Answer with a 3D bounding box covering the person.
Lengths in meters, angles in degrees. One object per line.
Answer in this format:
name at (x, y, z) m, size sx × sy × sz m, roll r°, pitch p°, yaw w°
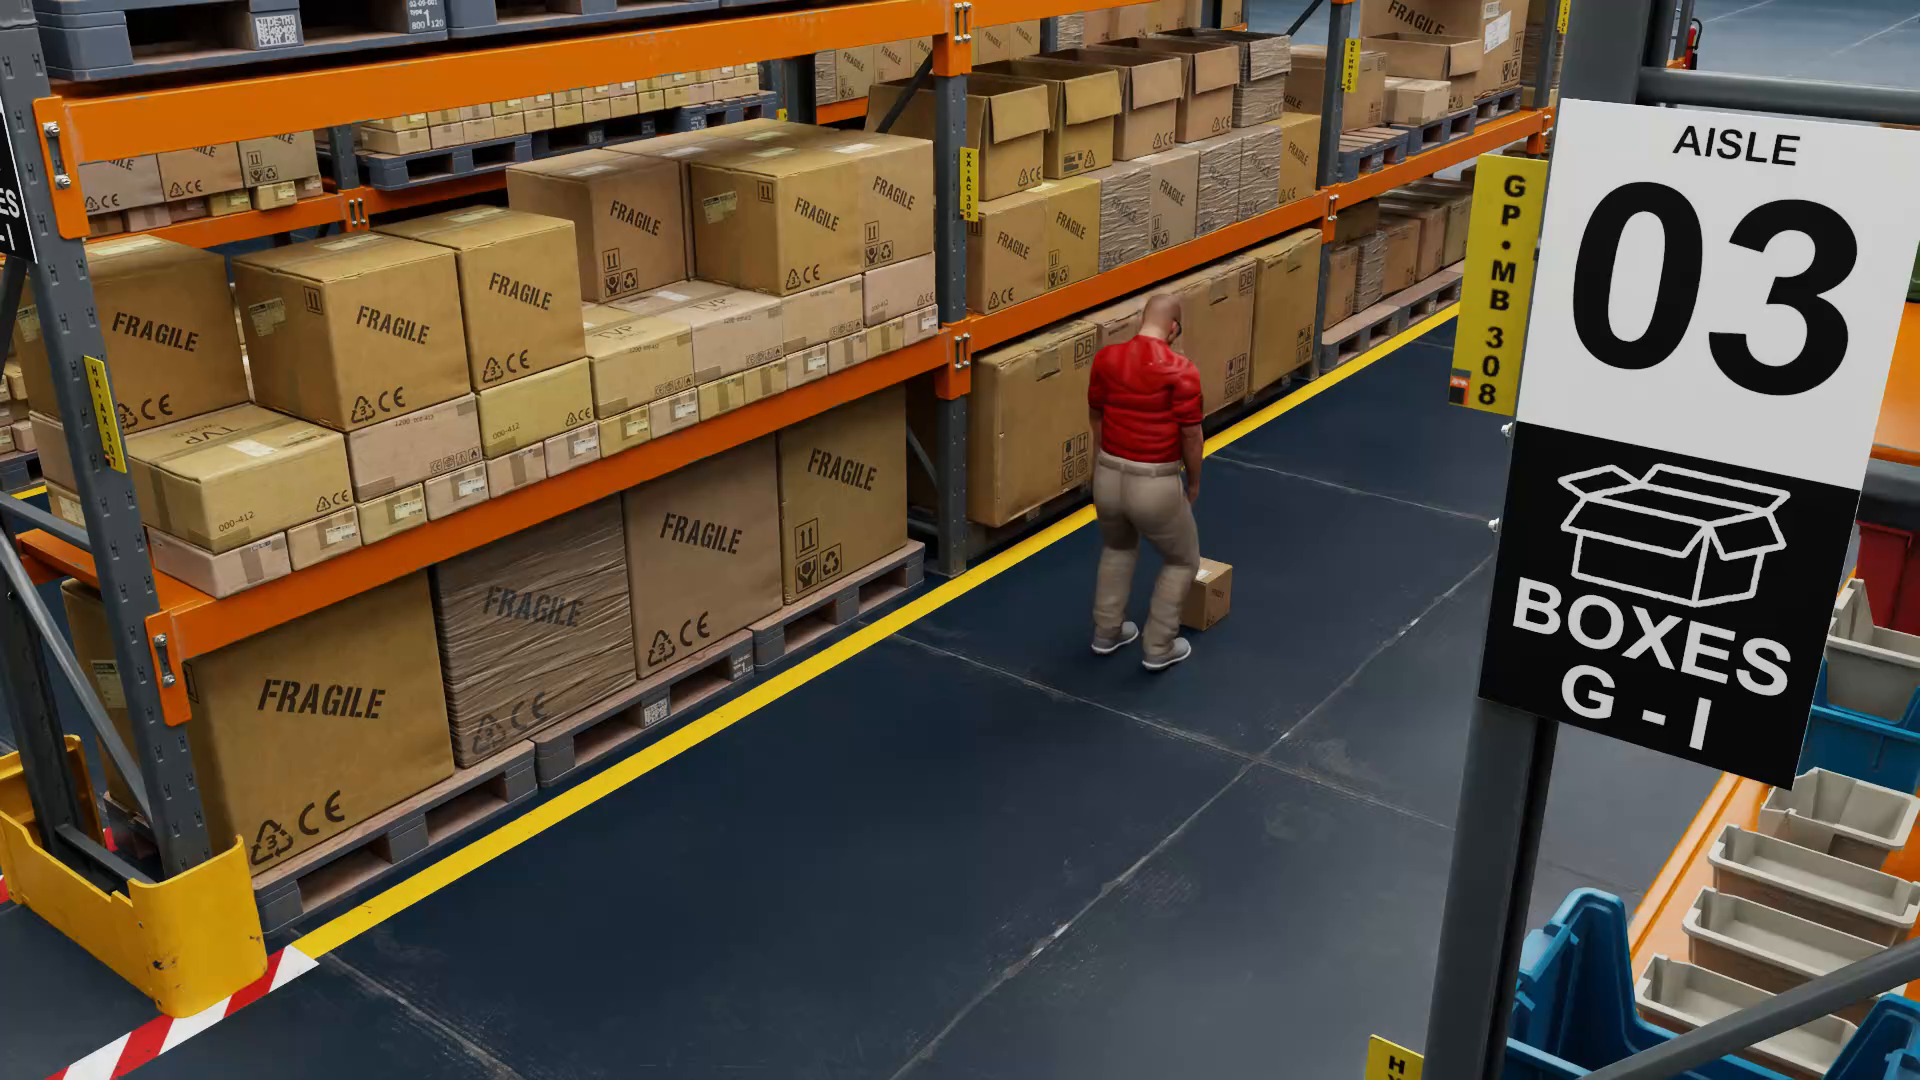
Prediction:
person at (0.791, -0.245, 7.297) m, size 0.564 × 1.654 × 0.458 m, roll 17°, pitch 29°, yaw 35°
